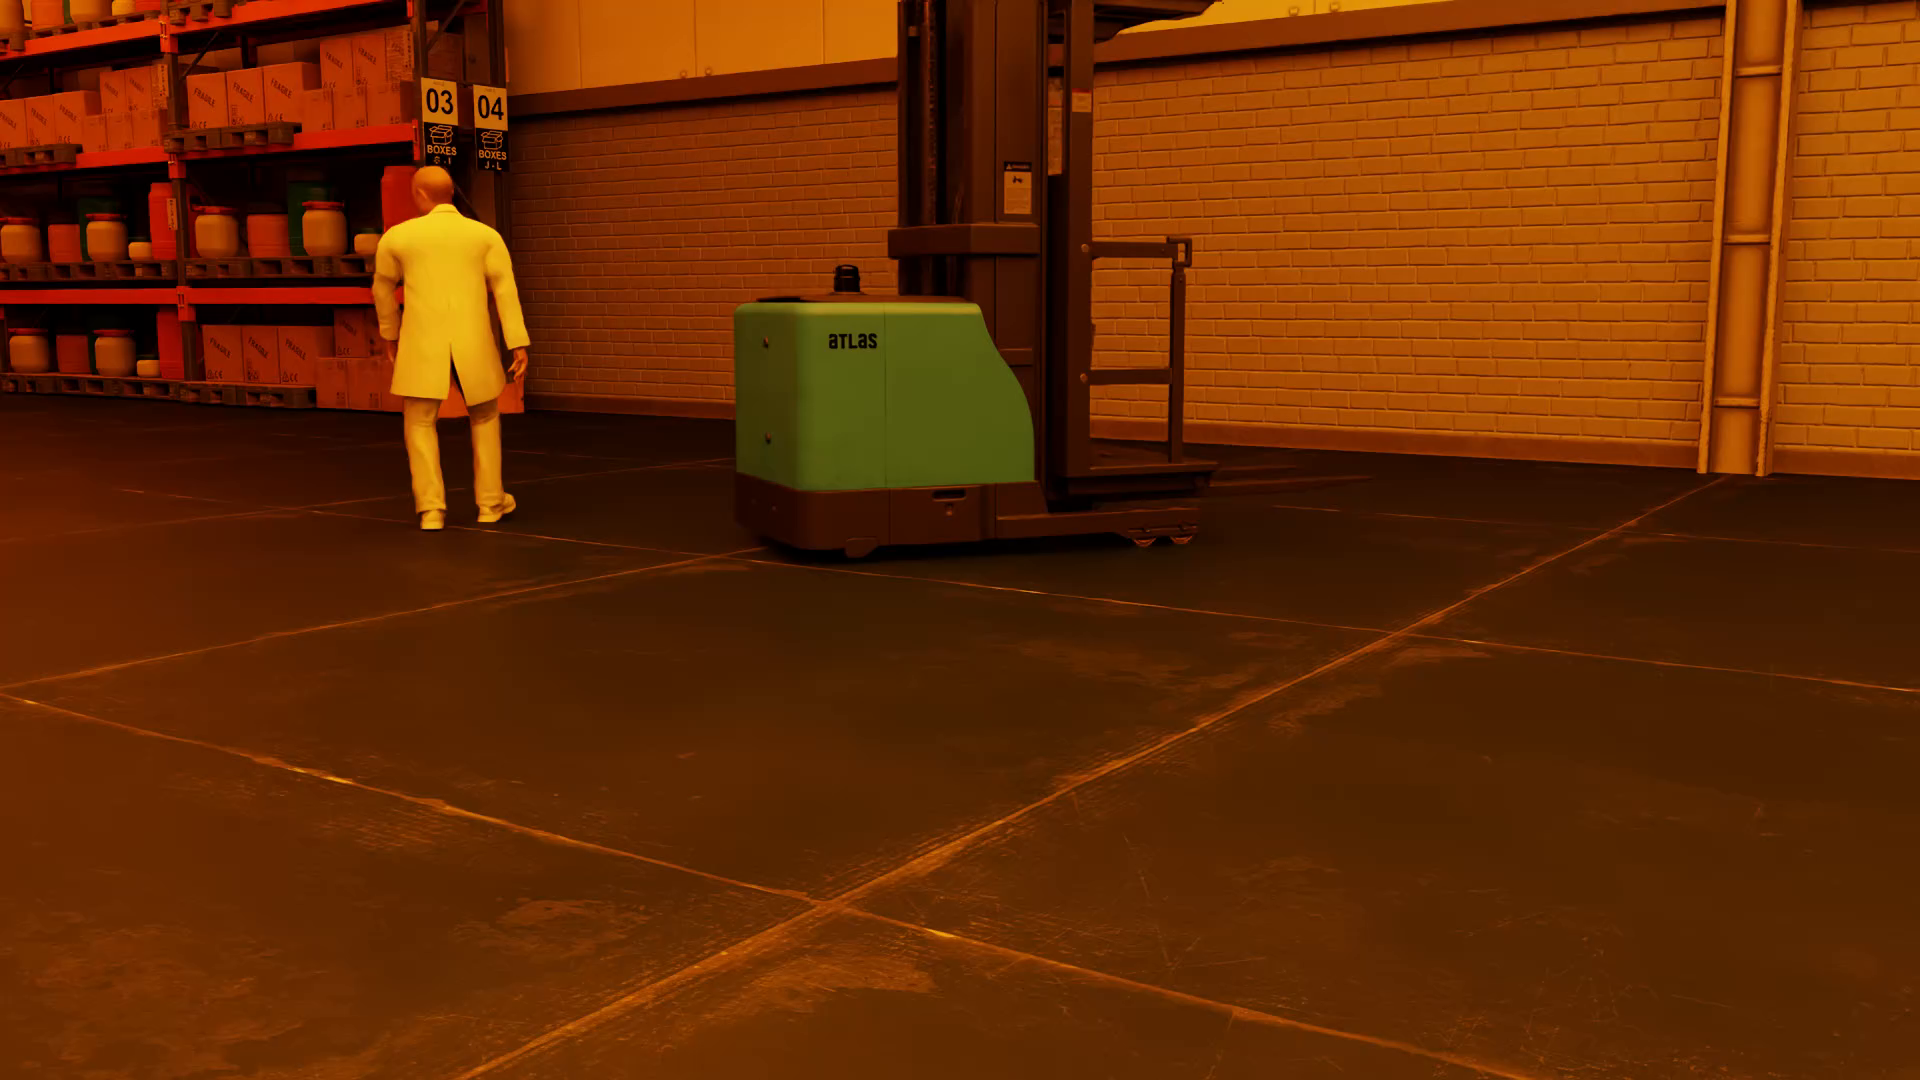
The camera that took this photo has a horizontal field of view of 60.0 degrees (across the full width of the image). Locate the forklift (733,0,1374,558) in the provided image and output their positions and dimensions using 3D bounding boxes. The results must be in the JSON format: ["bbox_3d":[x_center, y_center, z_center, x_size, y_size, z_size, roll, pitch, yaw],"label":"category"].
[{"bbox_3d":[0.522,-1.490,7.667,3.031,2.935,1.130,-4,9,-24],"label":"forklift"}]

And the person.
[{"bbox_3d":[-2.461,-0.937,8.083,0.712,1.727,0.676,-3,9,-23],"label":"person"}]
